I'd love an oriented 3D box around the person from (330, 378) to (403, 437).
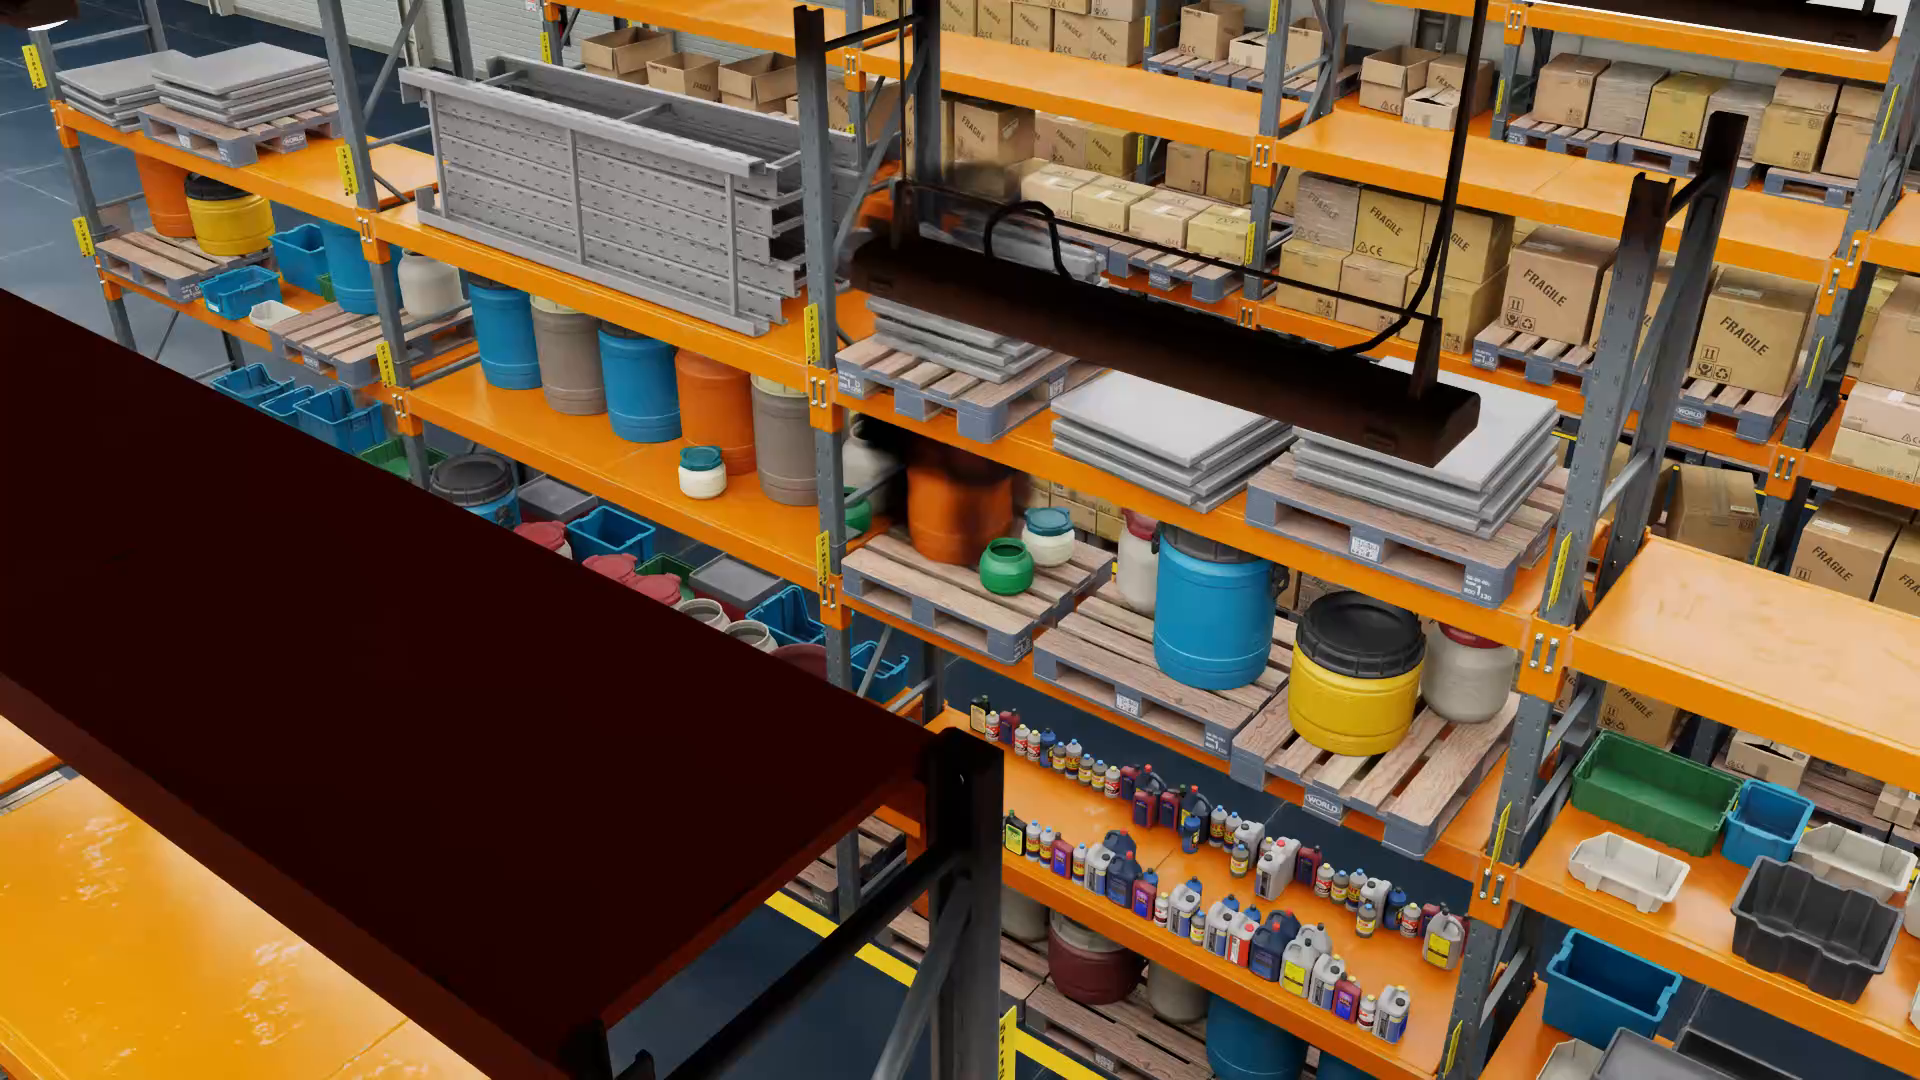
[{"bbox_3d":[-5.604,-1.375,15.957,0.801,1.713,0.635,6,32,10],"label":"person"}]
